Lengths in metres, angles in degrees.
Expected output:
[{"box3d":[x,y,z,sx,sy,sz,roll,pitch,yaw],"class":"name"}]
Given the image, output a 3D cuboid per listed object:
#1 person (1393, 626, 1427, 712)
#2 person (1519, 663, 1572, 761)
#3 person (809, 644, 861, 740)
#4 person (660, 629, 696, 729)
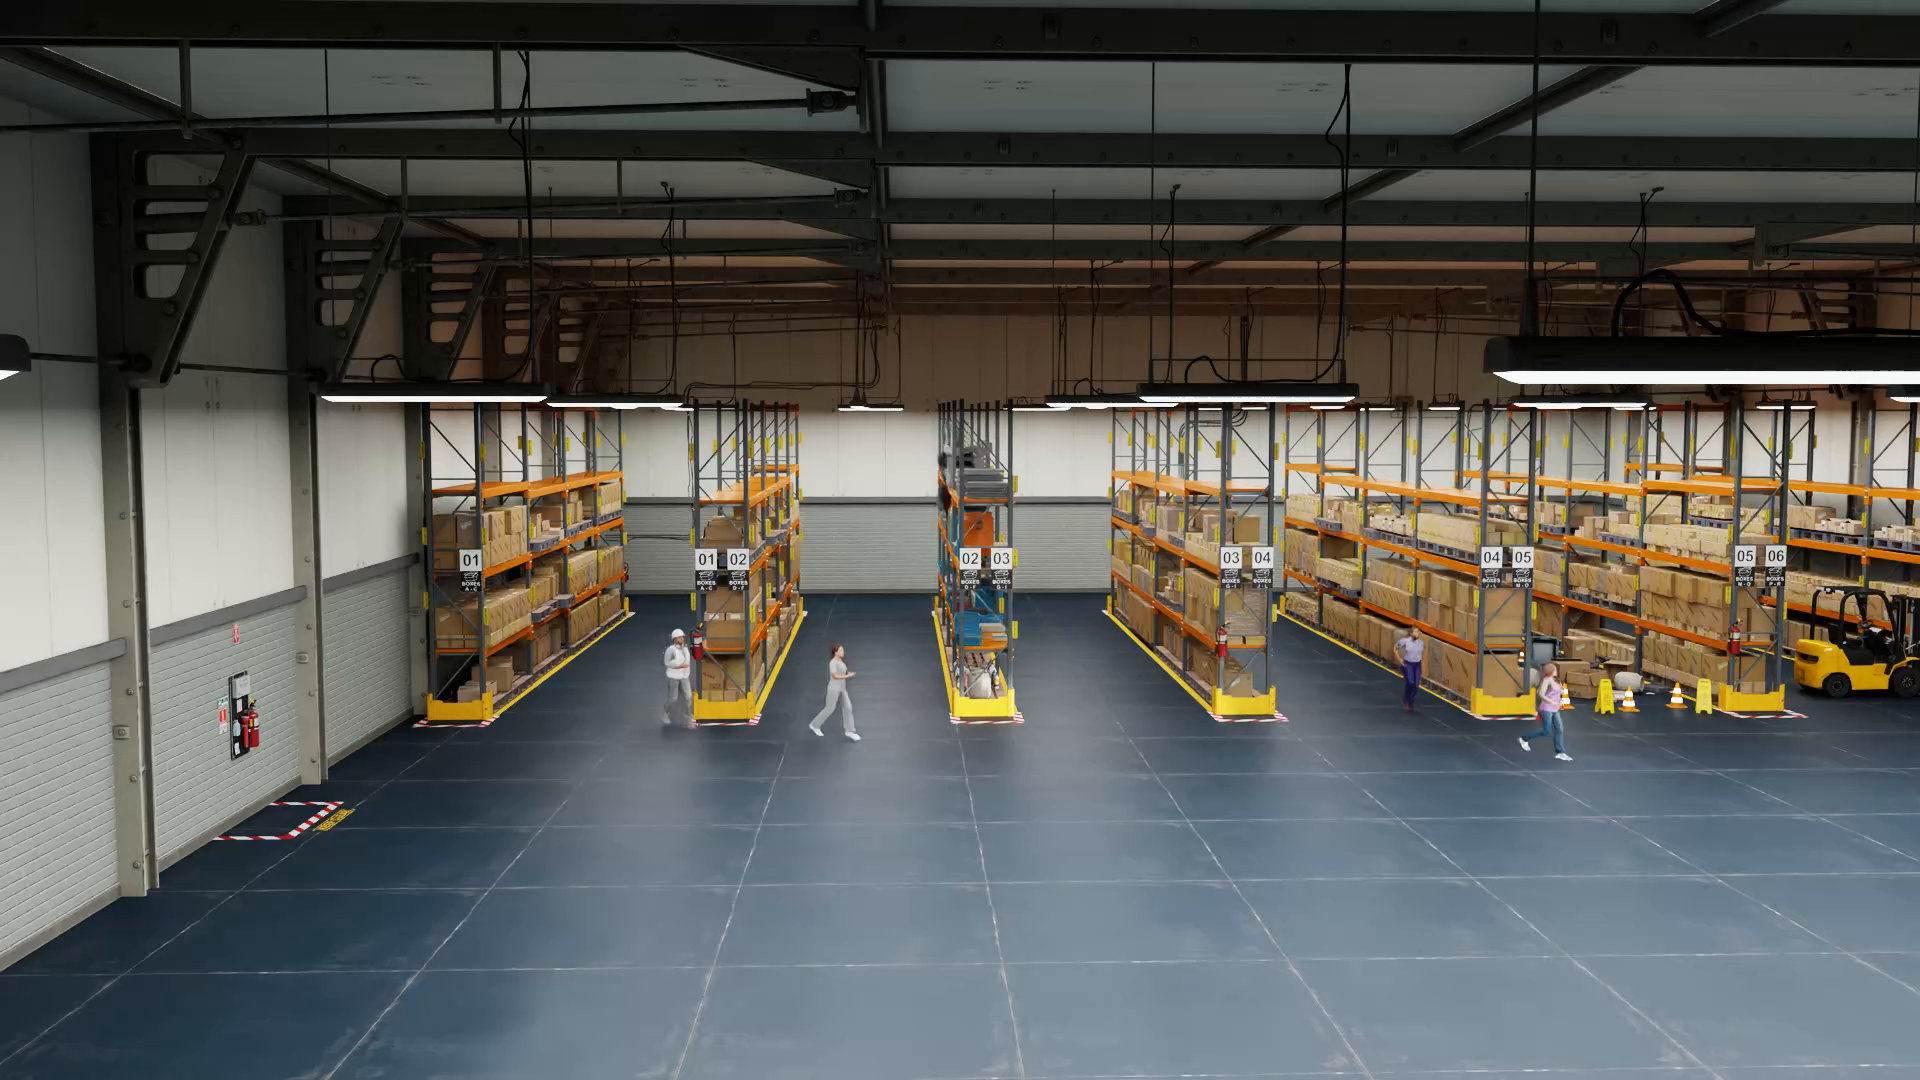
[{"box3d":[8.715,2.489,32.071,0.609,1.636,0.648,-1,4,-10],"class":"person"},{"box3d":[9.780,2.834,27.621,0.883,1.576,0.575,4,6,39],"class":"person"},{"box3d":[-2.191,2.646,29.150,0.948,1.678,0.552,1,5,18],"class":"person"},{"box3d":[-5.163,2.535,30.380,0.785,1.836,0.667,4,6,41],"class":"person"}]
